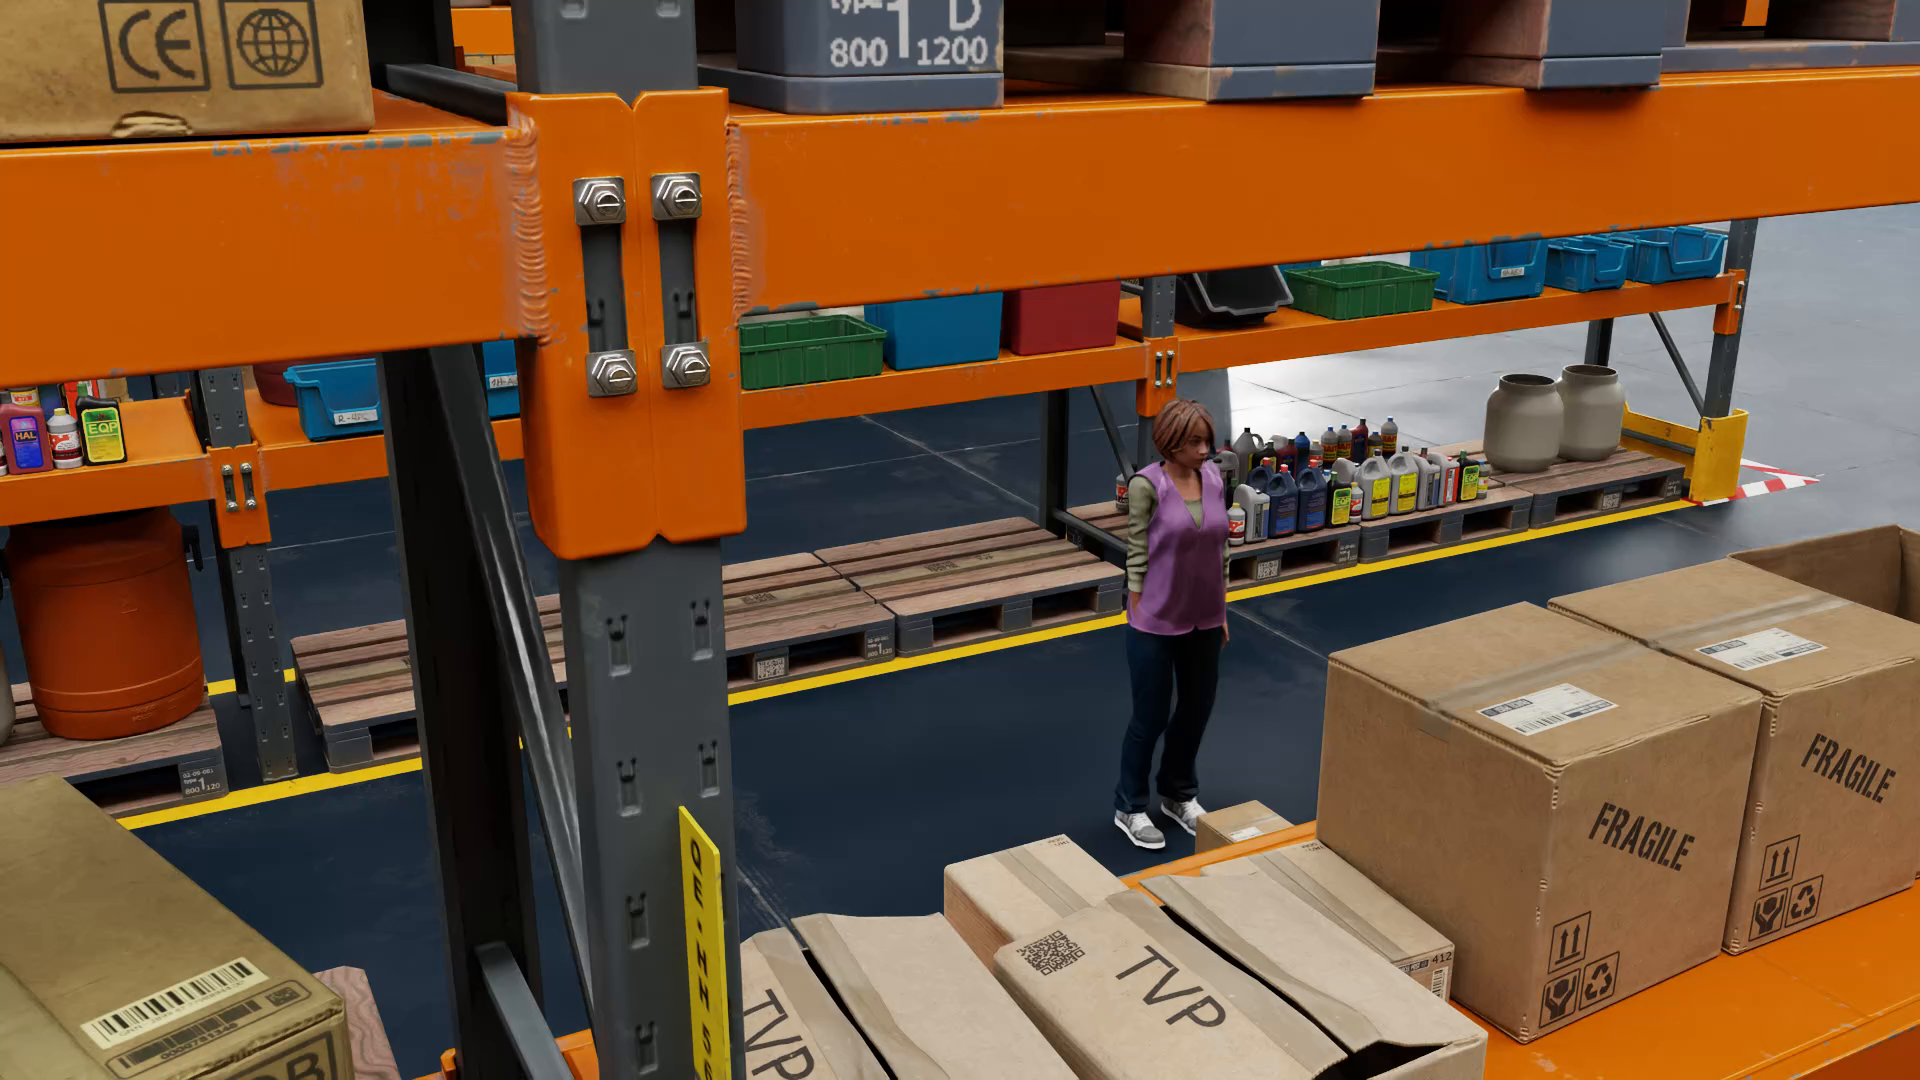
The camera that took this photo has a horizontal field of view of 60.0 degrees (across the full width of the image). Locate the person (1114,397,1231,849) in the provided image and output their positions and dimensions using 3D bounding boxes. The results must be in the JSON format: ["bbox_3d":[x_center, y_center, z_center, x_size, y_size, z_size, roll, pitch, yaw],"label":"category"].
[{"bbox_3d":[0.751,0.289,5.742,0.406,1.599,0.306,-9,21,-25],"label":"person"}]
